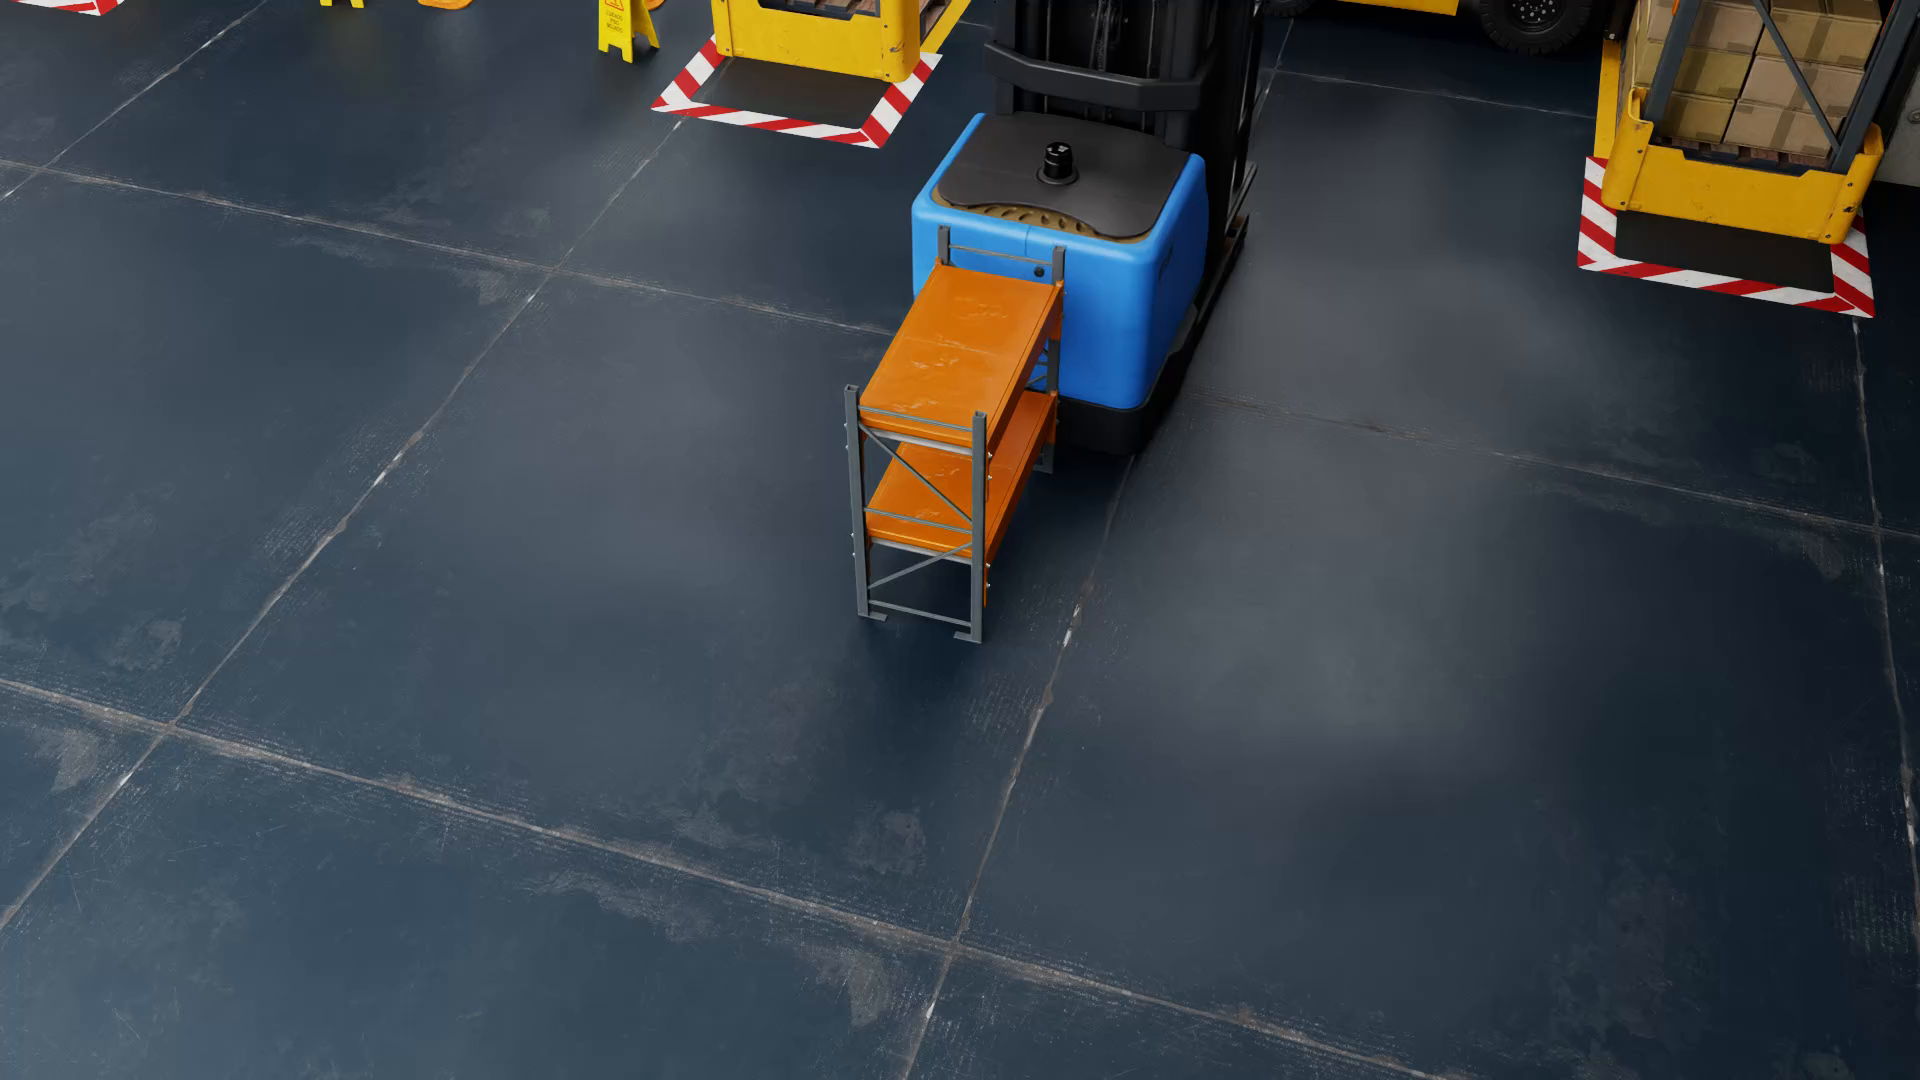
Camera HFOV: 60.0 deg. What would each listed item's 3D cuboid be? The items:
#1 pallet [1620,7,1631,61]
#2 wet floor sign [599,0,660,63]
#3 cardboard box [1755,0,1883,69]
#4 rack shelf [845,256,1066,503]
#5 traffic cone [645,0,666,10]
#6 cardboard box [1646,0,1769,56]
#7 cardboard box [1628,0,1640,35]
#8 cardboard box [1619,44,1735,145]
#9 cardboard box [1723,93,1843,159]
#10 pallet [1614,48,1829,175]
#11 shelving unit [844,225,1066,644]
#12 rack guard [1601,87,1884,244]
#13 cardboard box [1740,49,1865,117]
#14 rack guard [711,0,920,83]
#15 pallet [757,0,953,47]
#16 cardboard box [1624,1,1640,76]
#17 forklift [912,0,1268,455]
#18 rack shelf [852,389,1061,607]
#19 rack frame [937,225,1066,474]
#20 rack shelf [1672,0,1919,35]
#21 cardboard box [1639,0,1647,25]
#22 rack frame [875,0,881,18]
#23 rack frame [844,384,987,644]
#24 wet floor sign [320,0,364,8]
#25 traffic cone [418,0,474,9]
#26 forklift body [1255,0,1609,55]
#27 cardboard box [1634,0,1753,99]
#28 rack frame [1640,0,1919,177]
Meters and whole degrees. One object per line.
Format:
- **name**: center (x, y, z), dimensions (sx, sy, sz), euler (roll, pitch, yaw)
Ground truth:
- **pallet**: center (4.451, -3.113, 9.780), dimensions (1.003, 0.211, 1.213), euler (13, 46, 13)
- **wet floor sign**: center (-1.921, -3.088, 9.444), dimensions (0.267, 0.644, 0.232), euler (28, 51, 26)
- **cardboard box**: center (4.213, -2.586, 8.198), dimensions (0.500, 0.250, 0.500), euler (12, 46, 12)
- **rack shelf**: center (0.002, -0.616, 6.156), dimensions (0.538, 0.278, 1.000), euler (13, 46, 13)
- **traffic cone**: center (-1.943, -3.483, 9.978), dimensions (0.336, 0.463, 0.334), euler (13, 46, 13)
- **cardboard box**: center (3.730, -2.678, 8.293), dimensions (0.500, 0.250, 0.500), euler (14, 46, 14)
- **cardboard box**: center (4.048, -2.989, 9.326), dimensions (0.500, 0.250, 0.500), euler (13, 46, 13)
- **cardboard box**: center (3.729, -2.328, 8.650), dimensions (0.500, 0.250, 0.500), euler (13, 46, 13)
- **cardboard box**: center (4.223, -2.234, 8.554), dimensions (0.500, 0.250, 0.500), euler (13, 46, 13)
- **pallet**: center (4.079, -2.303, 8.952), dimensions (1.003, 0.211, 1.213), euler (13, 46, 13)
- **shelving unit**: center (0.002, -0.407, 6.361), dimensions (0.538, 1.125, 1.048), euler (13, 46, 13)
- **rack guard**: center (3.880, -1.871, 8.305), dimensions (1.175, 0.500, 0.348), euler (13, 46, 13)
- **cardboard box**: center (4.228, -2.396, 8.362), dimensions (0.500, 0.250, 0.500), euler (13, 46, 13)
- **rack guard**: center (-0.821, -2.987, 9.445), dimensions (1.175, 0.500, 0.348), euler (13, 46, 13)
- **pallet**: center (-0.541, -3.417, 10.091), dimensions (1.003, 0.211, 1.213), euler (13, 46, 13)
- **cardboard box**: center (3.888, -2.658, 8.987), dimensions (0.500, 0.250, 0.500), euler (13, 46, 12)
- **forklift**: center (0.782, -2.452, 7.160), dimensions (1.130, 2.935, 3.031), euler (15, 46, 14)
- **rack shelf**: center (0.002, -0.232, 6.532), dimensions (0.538, 0.278, 1.000), euler (13, 46, 13)
- **rack frame**: center (0.156, -0.745, 6.707), dimensions (0.500, 1.125, 0.032), euler (13, 46, 13)
- **rack shelf**: center (4.493, -3.857, 9.061), dimensions (1.077, 0.370, 4.000), euler (13, 46, 13)
- **cardboard box**: center (3.899, -2.849, 8.825), dimensions (0.500, 0.250, 0.500), euler (12, 46, 12)
- **rack frame**: center (-0.844, -3.829, 8.519), dimensions (1.000, 3.000, 0.127), euler (13, 46, 13)
- **rack frame**: center (-0.152, -0.068, 6.015), dimensions (0.500, 1.125, 0.032), euler (13, 46, 13)
- **wet floor sign**: center (-3.714, -3.530, 9.896), dimensions (0.267, 0.644, 0.232), euler (5, 45, 5)
- **traffic cone**: center (-3.104, -3.491, 9.987), dimensions (0.336, 0.463, 0.334), euler (13, 46, 13)
- **forklift body**: center (2.723, -4.128, 9.430), dimensions (2.313, 2.155, 1.214), euler (13, 46, 13)
- **cardboard box**: center (3.737, -2.517, 8.486), dimensions (0.500, 0.250, 0.500), euler (12, 46, 12)
- **rack frame**: center (3.888, -2.781, 7.447), dimensions (1.000, 3.000, 0.127), euler (13, 46, 13)
